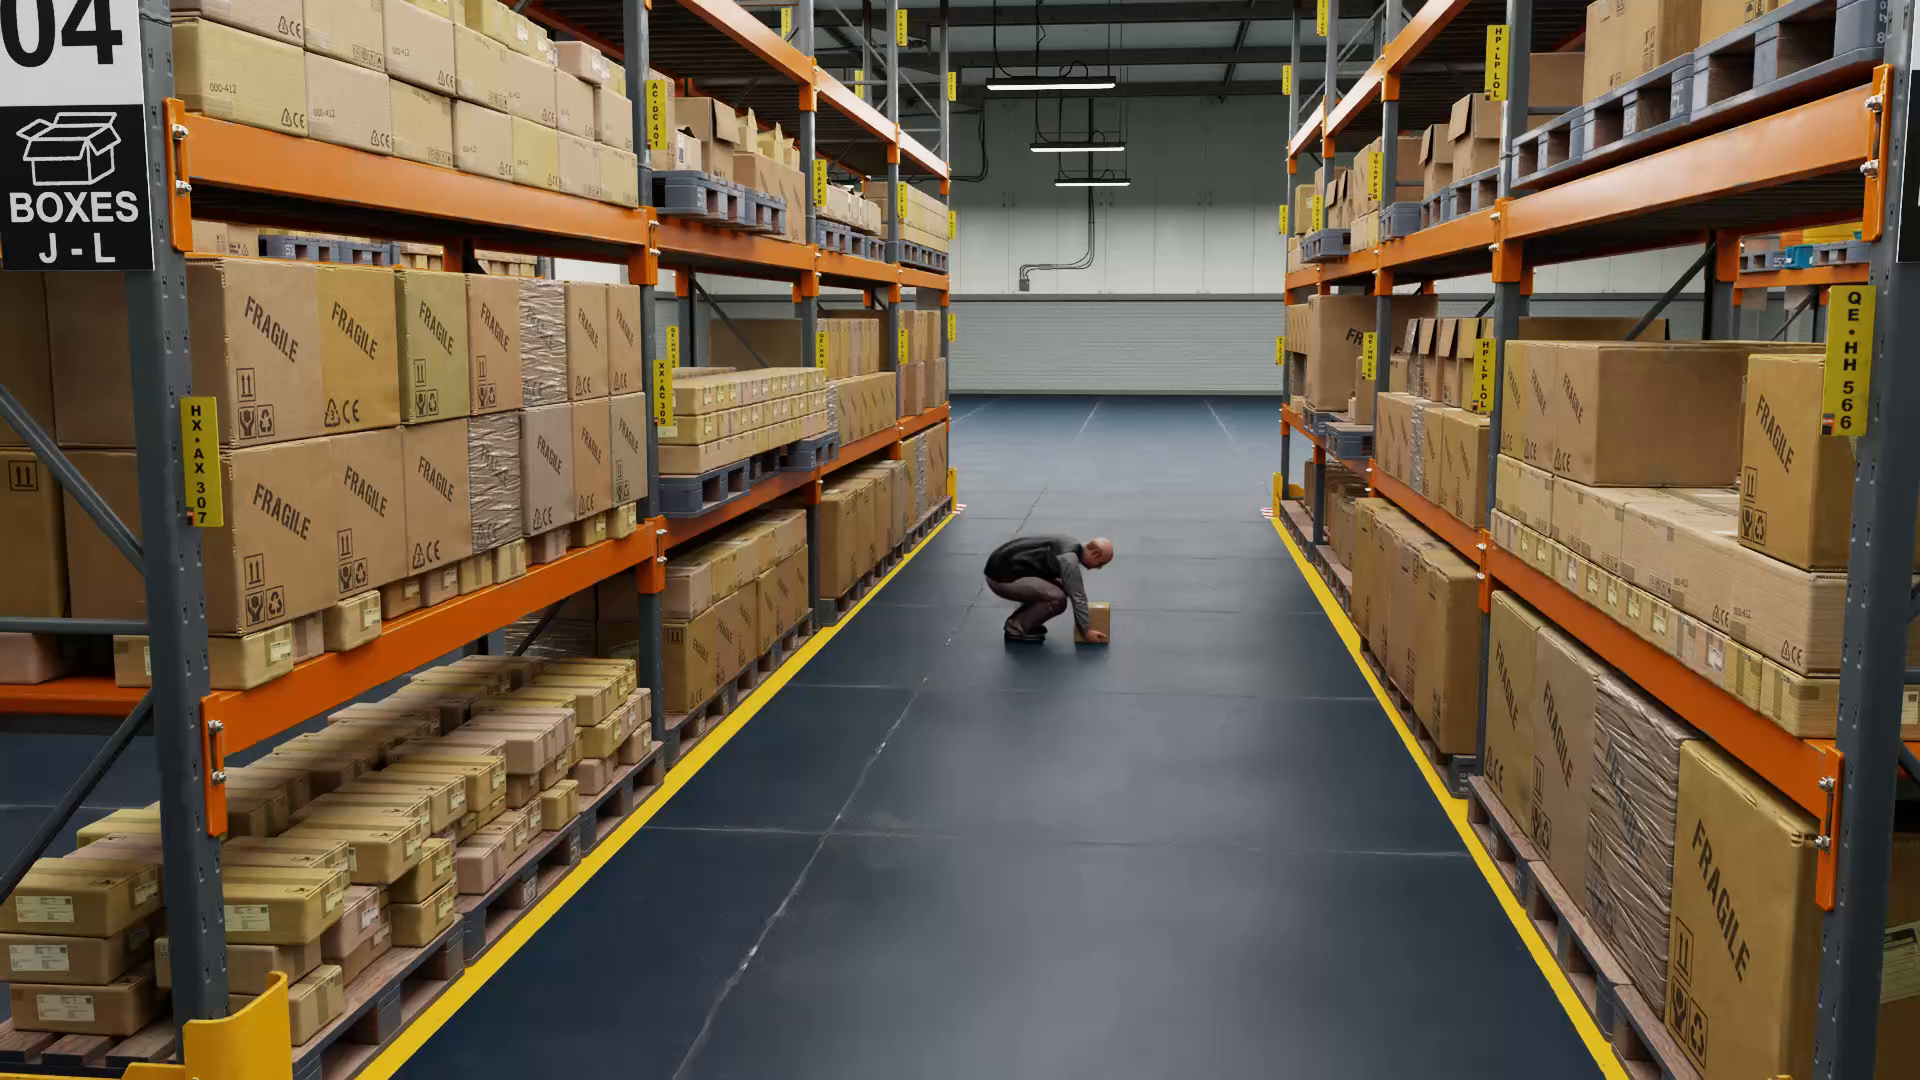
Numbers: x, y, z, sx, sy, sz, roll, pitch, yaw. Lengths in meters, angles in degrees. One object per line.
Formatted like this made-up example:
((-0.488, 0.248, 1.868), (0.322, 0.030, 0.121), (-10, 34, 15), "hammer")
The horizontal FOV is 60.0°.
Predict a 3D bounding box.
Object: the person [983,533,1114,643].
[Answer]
((0.639, 0.351, 12.020), (0.933, 0.796, 0.509), (1, 8, 5), "person")
